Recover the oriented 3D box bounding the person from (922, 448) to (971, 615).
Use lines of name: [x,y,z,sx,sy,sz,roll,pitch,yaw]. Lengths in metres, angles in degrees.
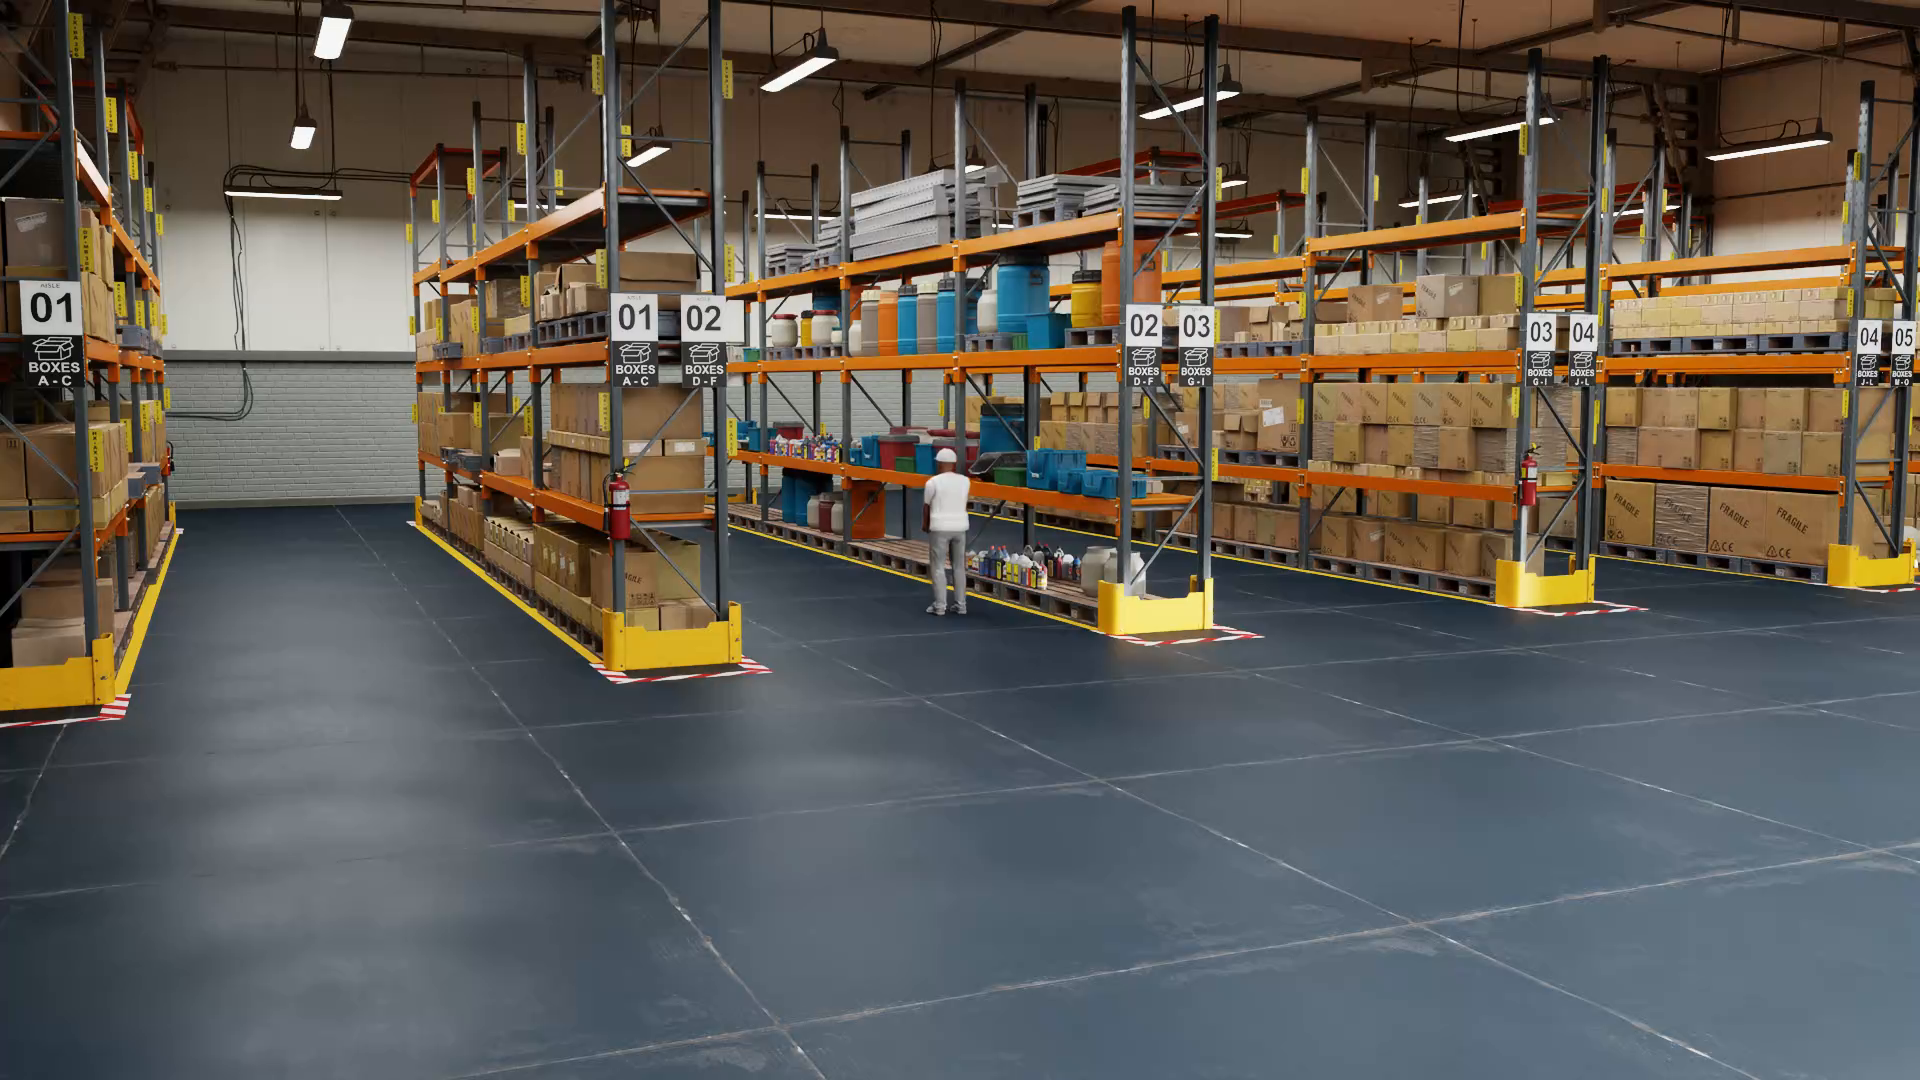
person: [-0.177,-0.102,17.739,0.505,1.763,0.563,-2,6,-24]
